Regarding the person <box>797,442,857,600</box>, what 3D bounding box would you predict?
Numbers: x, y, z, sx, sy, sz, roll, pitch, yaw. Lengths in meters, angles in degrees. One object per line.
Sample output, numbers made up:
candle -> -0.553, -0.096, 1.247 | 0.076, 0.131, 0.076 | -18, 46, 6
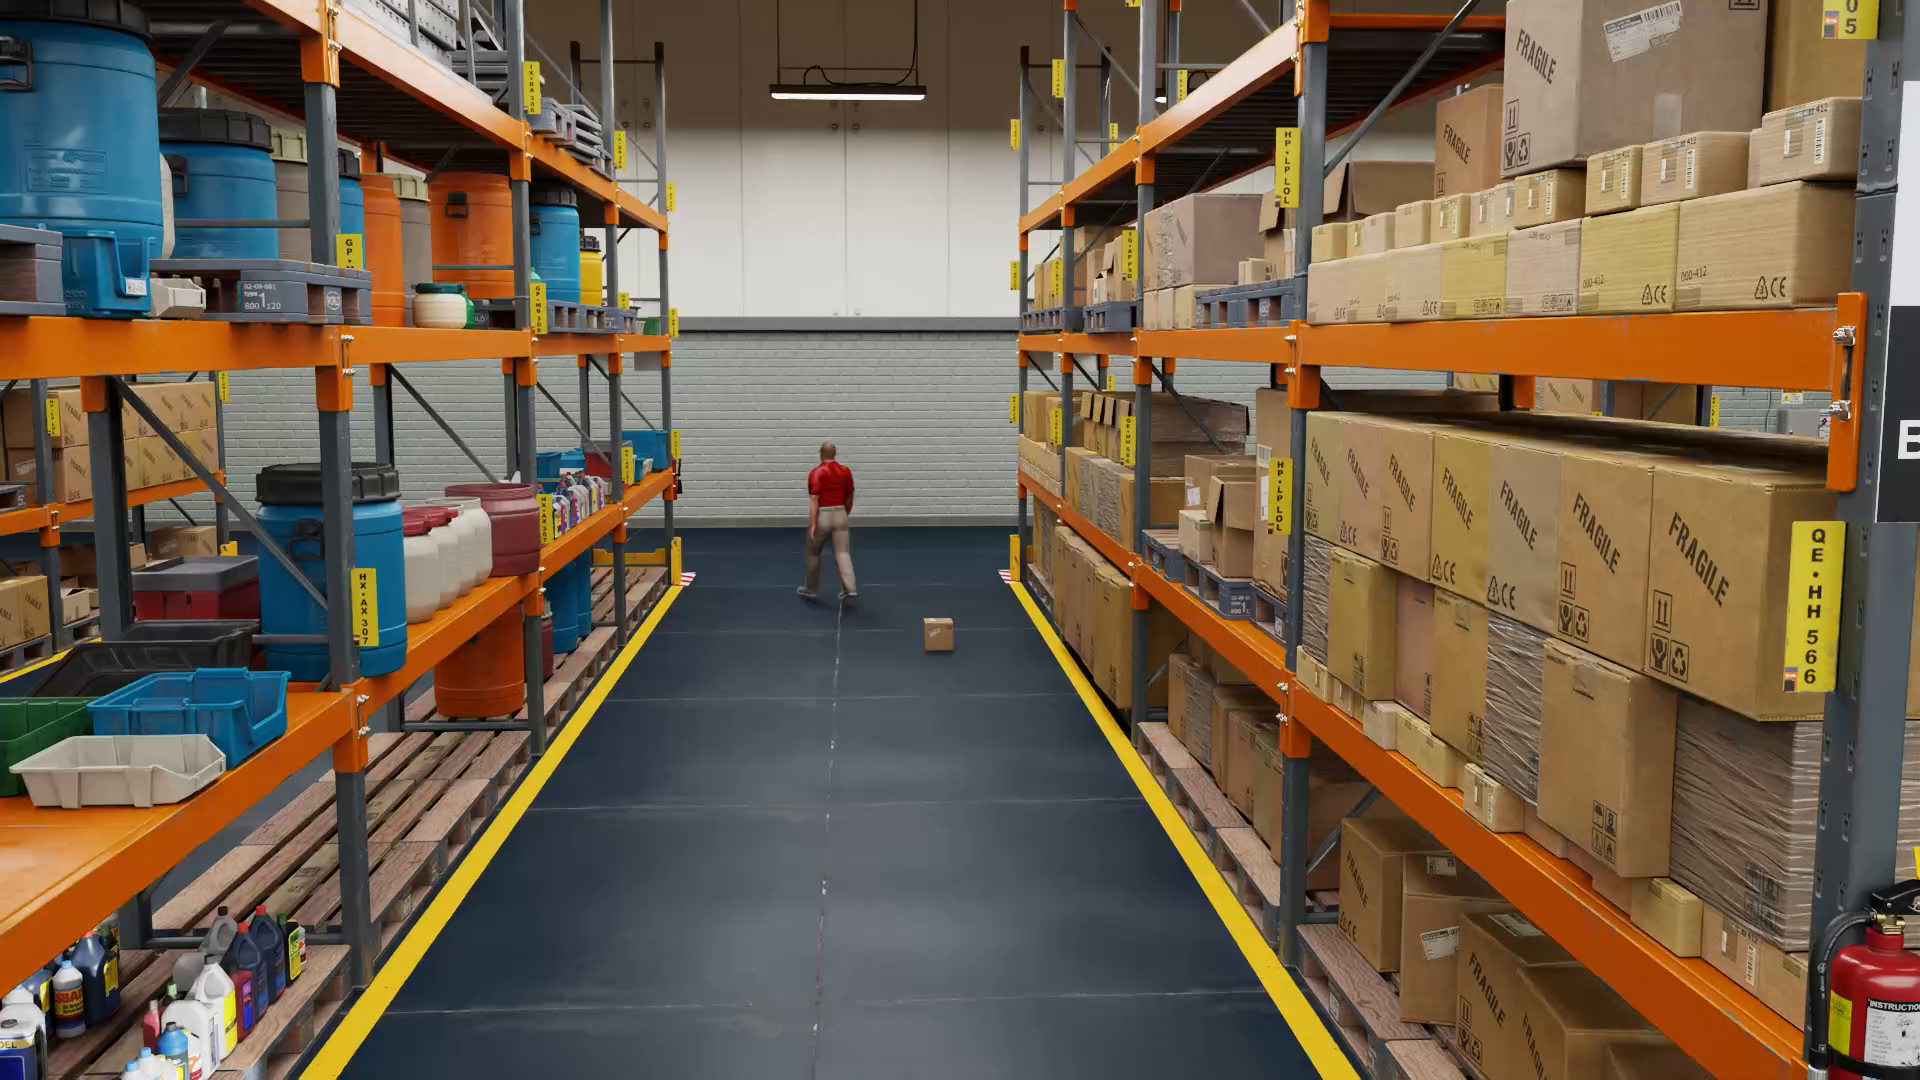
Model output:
person -> -1.383, -0.205, 17.533 | 0.561, 1.673, 1.035 | -3, 8, -27
